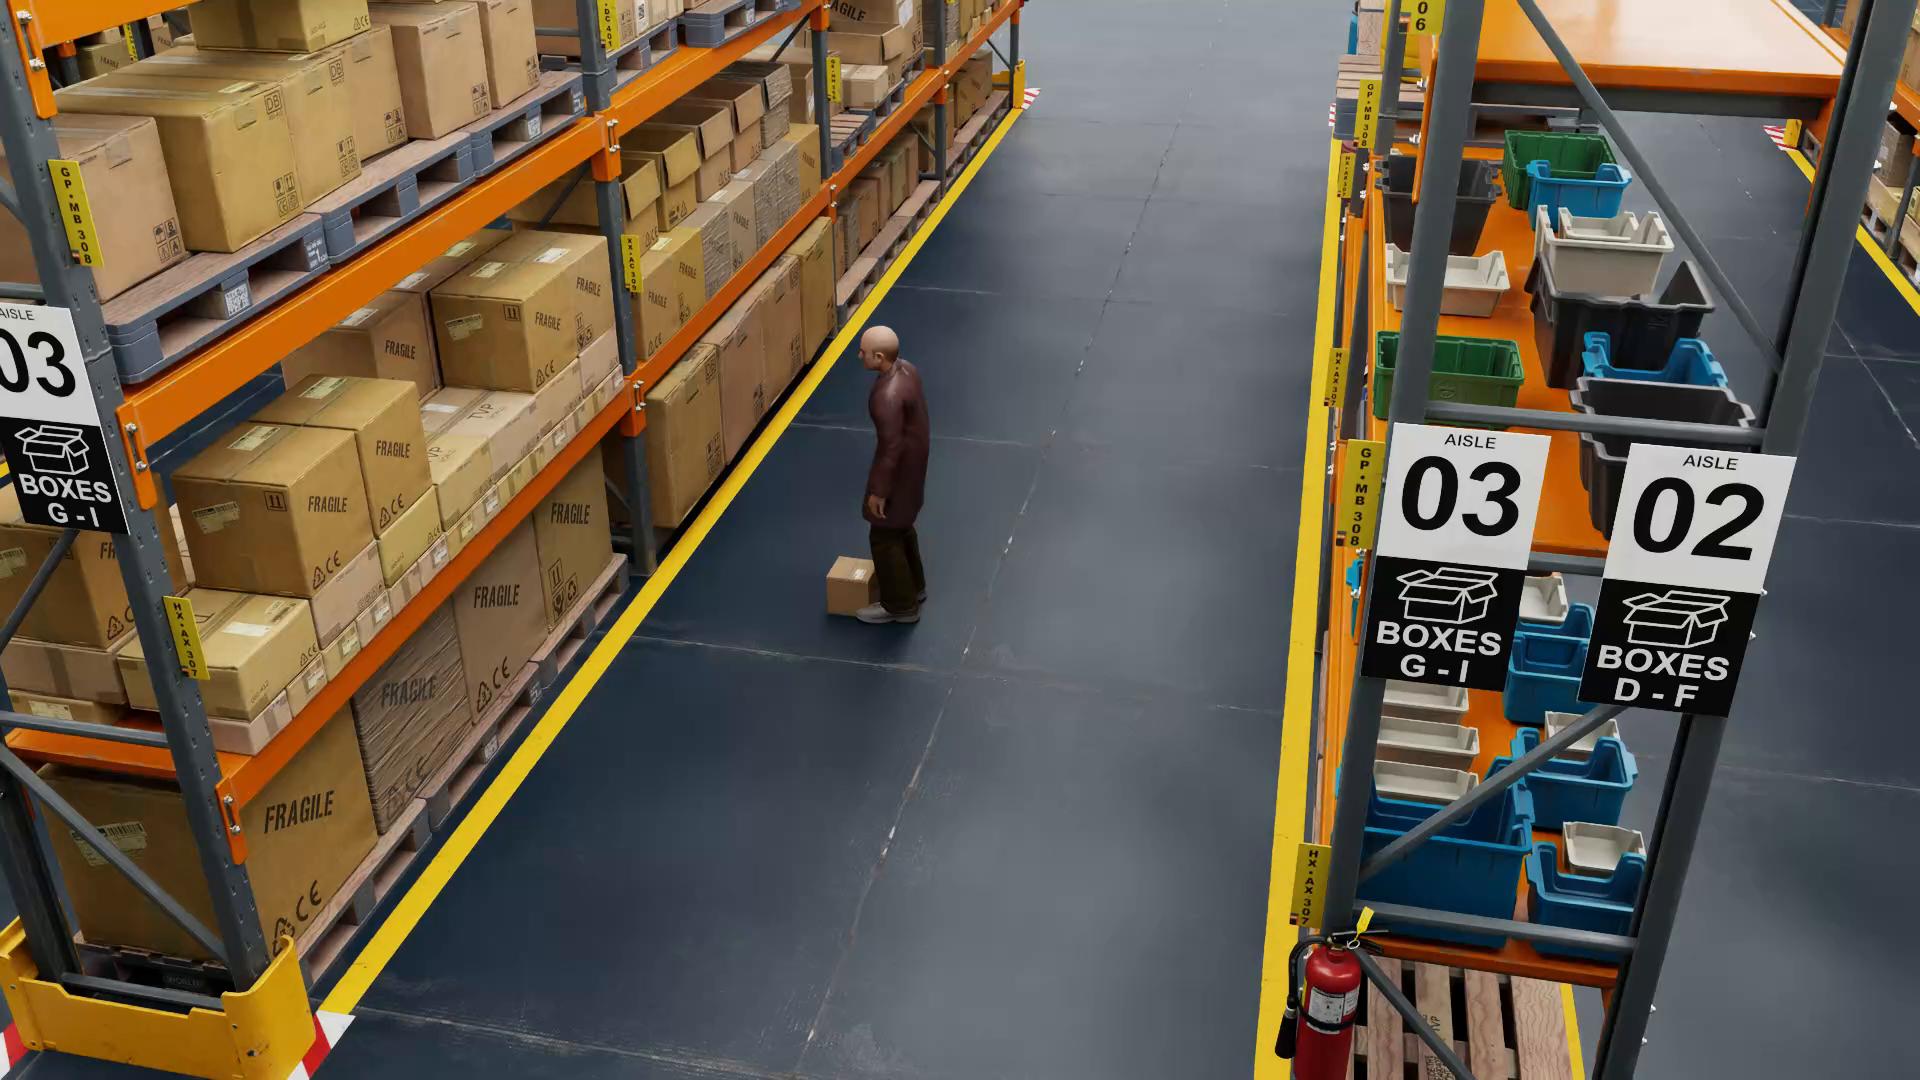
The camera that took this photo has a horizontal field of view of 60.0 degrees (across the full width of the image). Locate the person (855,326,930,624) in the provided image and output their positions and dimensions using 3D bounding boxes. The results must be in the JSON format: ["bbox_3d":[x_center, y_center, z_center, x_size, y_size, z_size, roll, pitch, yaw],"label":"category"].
[{"bbox_3d":[-0.381,-0.365,9.315,0.423,1.774,0.653,4,29,8],"label":"person"}]
